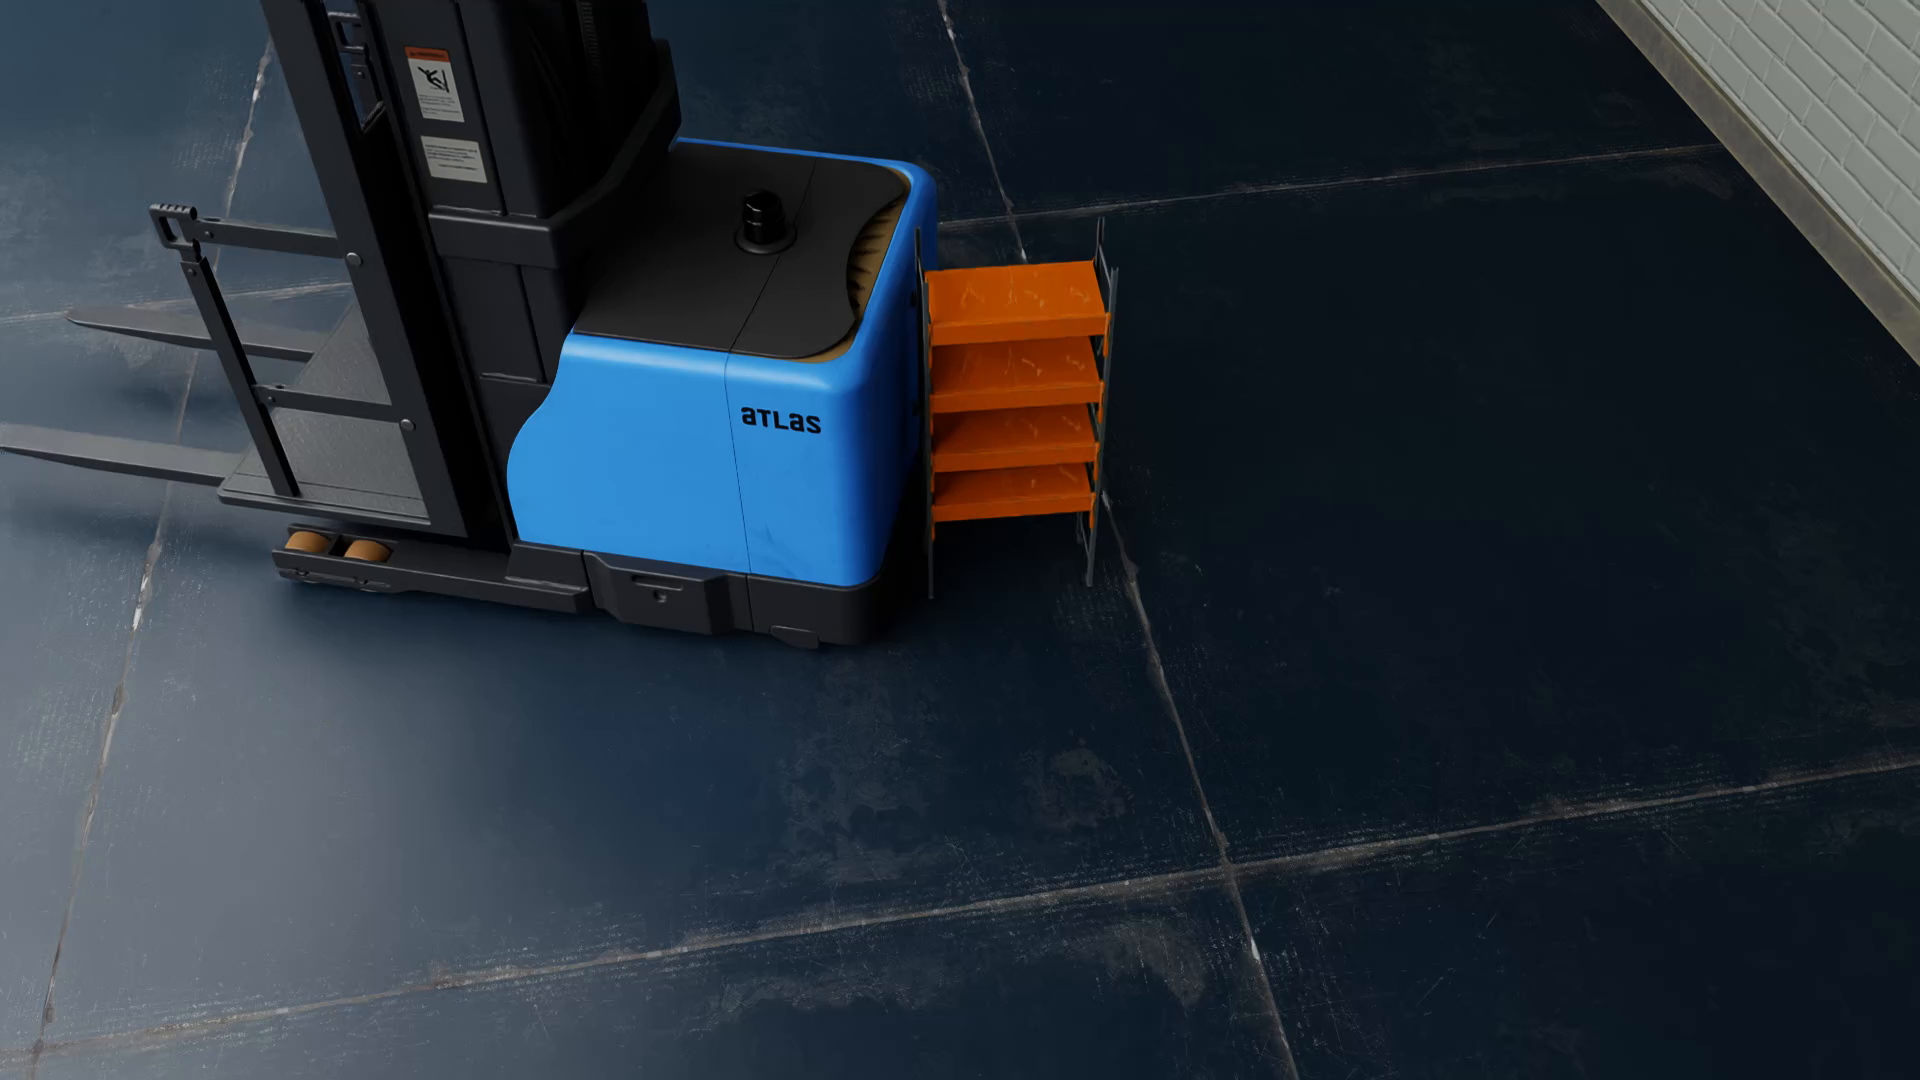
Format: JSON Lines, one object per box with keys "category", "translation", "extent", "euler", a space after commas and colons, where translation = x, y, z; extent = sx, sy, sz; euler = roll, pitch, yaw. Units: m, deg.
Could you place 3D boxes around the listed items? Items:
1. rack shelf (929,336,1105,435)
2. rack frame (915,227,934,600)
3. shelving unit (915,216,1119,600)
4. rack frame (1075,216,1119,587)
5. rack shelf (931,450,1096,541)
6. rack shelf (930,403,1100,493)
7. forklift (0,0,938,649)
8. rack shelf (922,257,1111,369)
{"category": "rack shelf", "translation": [0.143, -0.448, 4.631], "extent": [0.480, 0.148, 0.258], "euler": [-4, 46, -4]}
{"category": "rack frame", "translation": [-0.099, -0.321, 4.726], "extent": [0.015, 1.200, 0.240], "euler": [-4, 46, -4]}
{"category": "shelving unit", "translation": [0.143, -0.339, 4.743], "extent": [0.503, 1.200, 0.258], "euler": [-4, 46, -4]}
{"category": "rack frame", "translation": [0.386, -0.357, 4.761], "extent": [0.015, 1.200, 0.240], "euler": [-4, 46, -4]}
{"category": "rack shelf", "translation": [0.143, -0.155, 4.935], "extent": [0.480, 0.148, 0.258], "euler": [-4, 46, -4]}
{"category": "rack shelf", "translation": [0.143, -0.292, 4.792], "extent": [0.480, 0.148, 0.258], "euler": [-4, 46, -4]}
{"category": "forklift", "translation": [-1.622, -1.222, 4.392], "extent": [3.031, 2.935, 1.130], "euler": [8, 47, 8]}
{"category": "rack shelf", "translation": [0.143, -0.612, 4.460], "extent": [0.480, 0.148, 0.258], "euler": [-4, 46, -4]}
